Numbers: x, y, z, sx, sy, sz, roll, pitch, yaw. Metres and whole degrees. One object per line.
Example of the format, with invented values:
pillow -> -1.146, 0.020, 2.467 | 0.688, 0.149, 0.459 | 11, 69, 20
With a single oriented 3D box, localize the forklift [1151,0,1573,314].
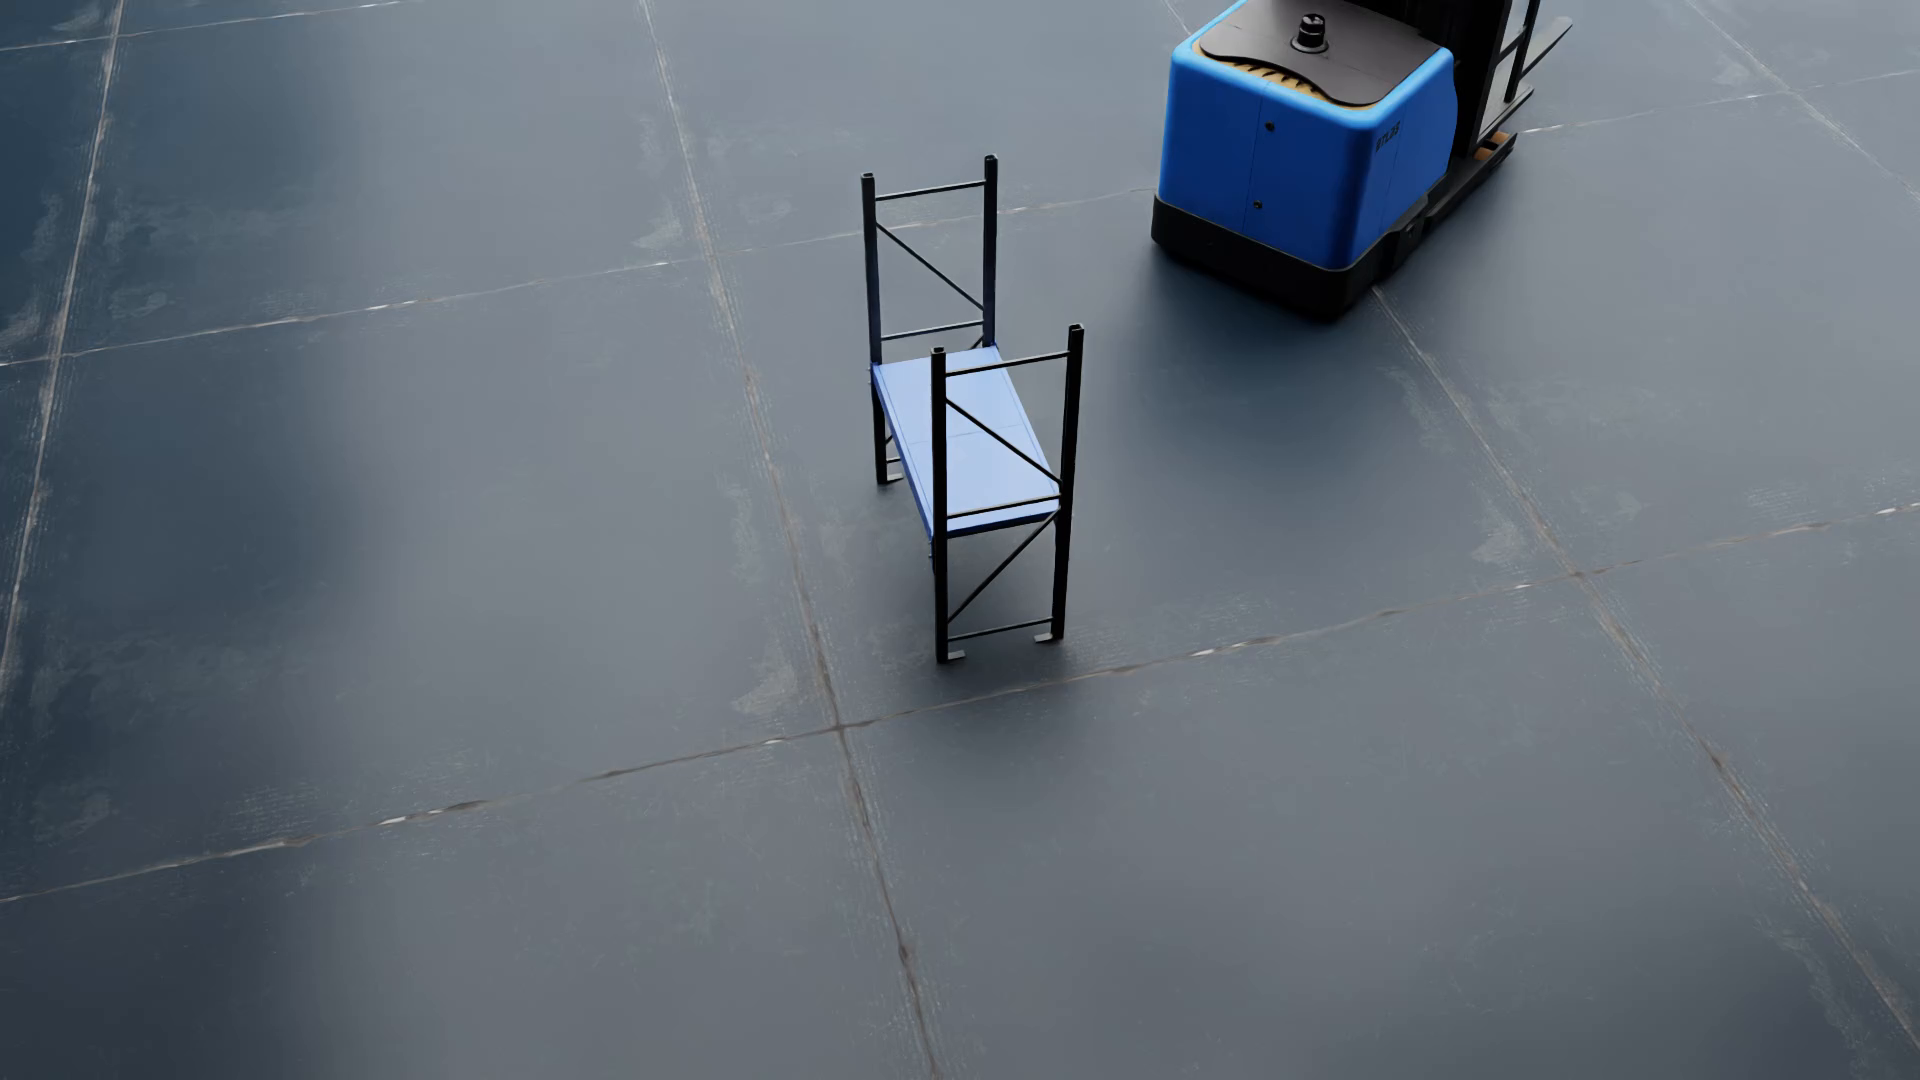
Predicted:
forklift -> 2.231, -3.071, 7.708 | 1.130, 2.935, 3.031 | 29, 52, 25

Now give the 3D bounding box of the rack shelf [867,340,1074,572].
rack shelf -> 0.022, -0.340, 6.285 | 0.538, 0.185, 1.000 | -11, 47, -10

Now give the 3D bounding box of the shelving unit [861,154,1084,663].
shelving unit -> 0.022, -0.466, 6.157 | 0.538, 1.500, 1.048 | -11, 47, -10

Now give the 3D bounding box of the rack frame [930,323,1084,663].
rack frame -> 0.152, -0.115, 5.813 | 0.500, 1.500, 0.032 | -11, 47, -10

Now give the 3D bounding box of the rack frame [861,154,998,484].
rack frame -> -0.108, -0.817, 6.501 | 0.500, 1.500, 0.032 | -11, 47, -10
